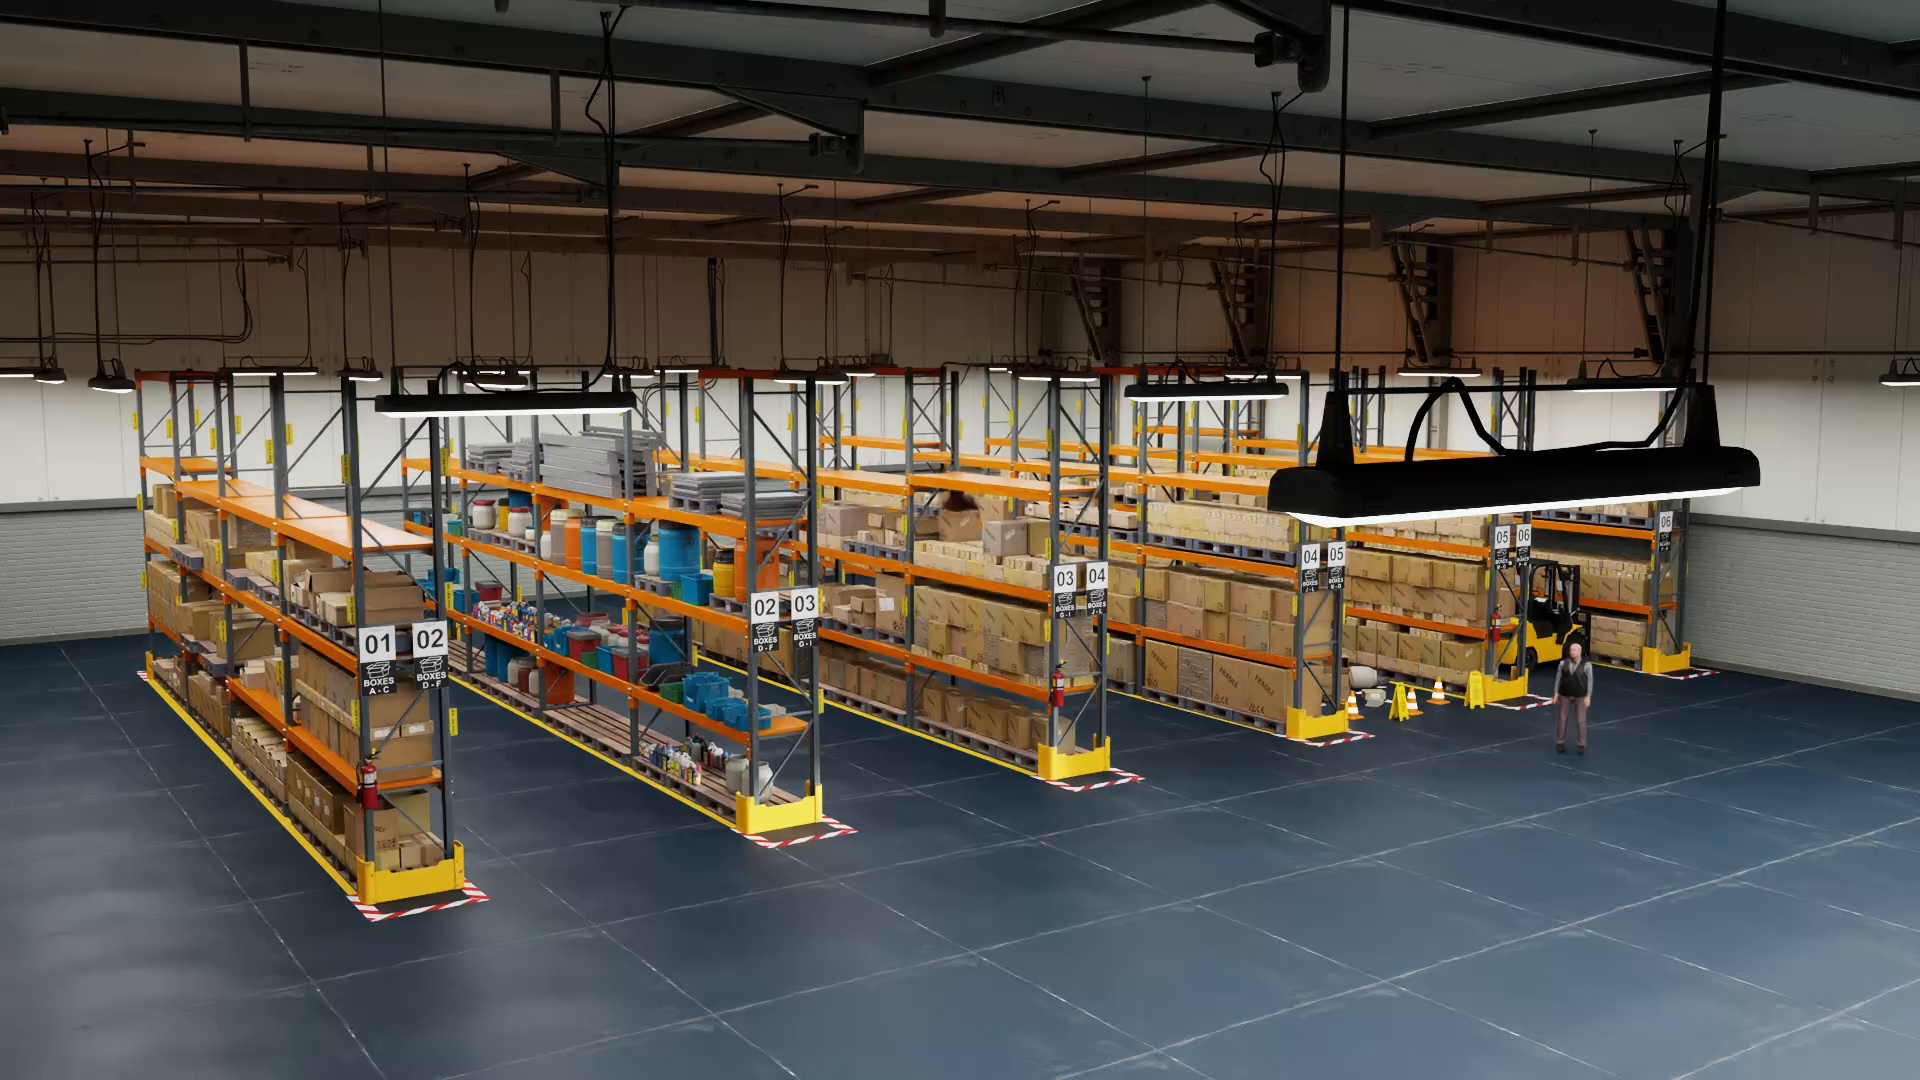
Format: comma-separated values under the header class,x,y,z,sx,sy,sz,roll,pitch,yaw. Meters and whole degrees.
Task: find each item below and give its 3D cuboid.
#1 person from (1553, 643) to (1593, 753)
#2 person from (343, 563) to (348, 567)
class,x,y,z,sx,sy,sz,roll,pitch,yaw
person,9.706,2.498,26.344,0.583,1.727,0.398,3,7,21
person,-13.566,1.338,36.704,0.777,1.693,0.608,0,6,3
